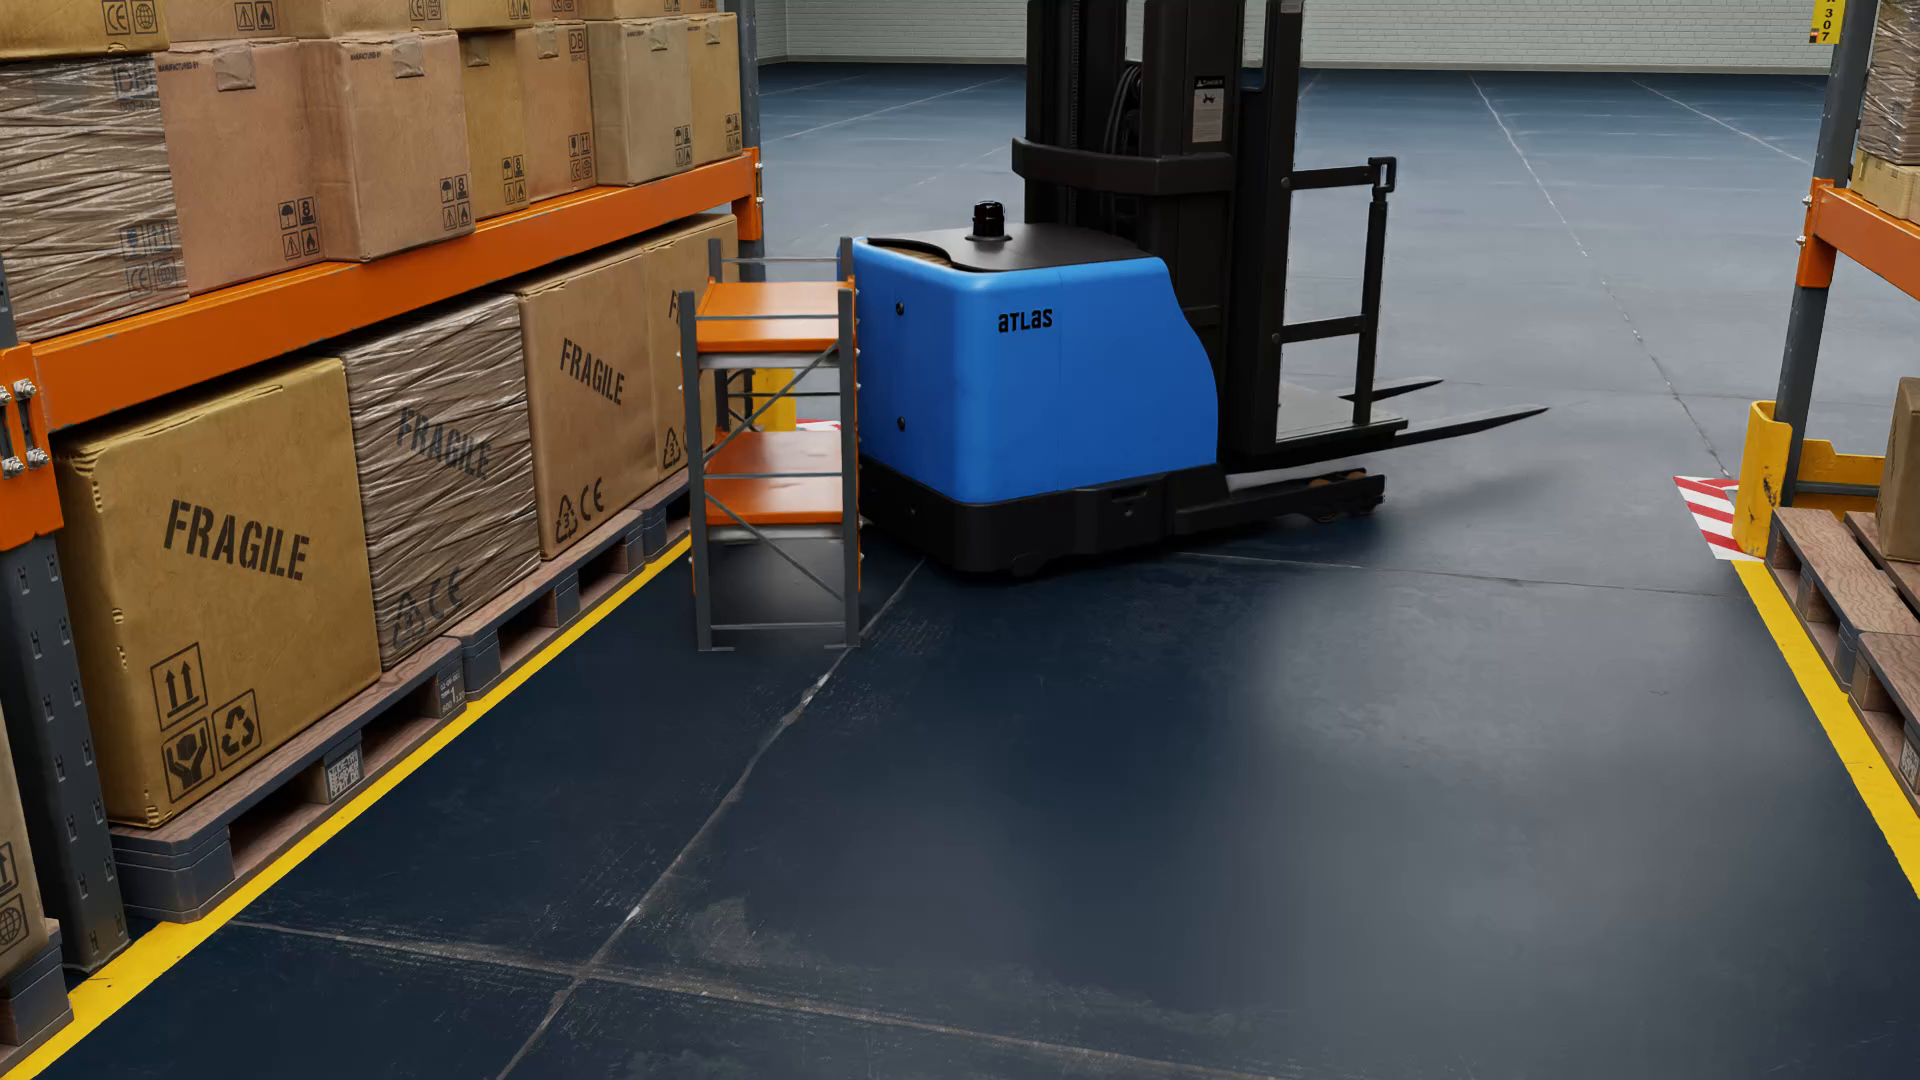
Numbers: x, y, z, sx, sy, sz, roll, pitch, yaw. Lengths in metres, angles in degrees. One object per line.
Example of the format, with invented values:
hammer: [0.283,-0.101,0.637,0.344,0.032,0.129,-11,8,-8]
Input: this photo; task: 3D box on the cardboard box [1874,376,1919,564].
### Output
cardboard box: [3.297,-0.211,5.381,0.500,0.500,0.500,9,21,23]

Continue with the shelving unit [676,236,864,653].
shelving unit: [-0.594,-0.355,5.488,0.538,1.125,1.048,-1,19,-3]

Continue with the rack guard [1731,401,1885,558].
rack guard: [3.447,-0.183,5.948,1.175,0.500,0.348,5,19,13]

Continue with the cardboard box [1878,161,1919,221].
cardboard box: [3.009,-1.046,4.997,0.380,0.149,0.250,5,19,13]

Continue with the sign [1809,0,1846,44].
sign: [2.939,-1.842,5.600,0.100,0.325,0.005,5,19,13]

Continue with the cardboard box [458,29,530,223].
cardboard box: [-1.828,-1.255,4.988,0.875,0.550,0.500,5,19,13]

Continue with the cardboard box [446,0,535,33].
cardboard box: [-1.765,-1.761,4.798,0.875,0.550,0.500,5,19,13]

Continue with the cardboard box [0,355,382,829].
cardboard box: [-2.075,0.056,4.020,0.875,0.875,0.875,5,19,14]

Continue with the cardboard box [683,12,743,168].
cardboard box: [-1.366,-1.764,6.479,0.875,0.550,0.550,5,19,13]

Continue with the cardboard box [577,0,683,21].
cardboard box: [-1.493,-2.102,5.797,0.875,0.550,0.550,5,19,13]

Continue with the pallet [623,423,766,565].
pallet: [-1.439,-0.236,6.553,1.003,0.211,1.213,5,19,13]

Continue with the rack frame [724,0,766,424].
rack frame: [-1.320,-1.813,6.854,1.000,3.000,0.127,5,19,13]

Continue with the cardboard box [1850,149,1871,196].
cardboard box: [3.165,-1.200,5.448,0.380,0.149,0.250,5,19,13]

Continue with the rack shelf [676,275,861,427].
rack shelf: [-0.594,-0.632,5.393,0.538,0.278,1.000,-1,19,-3]

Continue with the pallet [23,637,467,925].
pallet: [-2.035,0.529,4.314,1.003,0.211,1.213,5,19,13]

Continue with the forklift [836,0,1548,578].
forklift: [1.063,-1.589,6.306,3.031,2.935,1.130,-11,22,-29]

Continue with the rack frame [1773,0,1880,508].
rack frame: [3.465,-1.389,5.614,1.000,3.000,0.127,5,19,13]

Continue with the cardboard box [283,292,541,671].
cardboard box: [-1.859,-0.227,4.848,0.875,0.875,0.875,5,19,14]

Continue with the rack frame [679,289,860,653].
rack frame: [-0.564,-0.191,5.008,0.500,1.125,0.032,-1,19,-3]

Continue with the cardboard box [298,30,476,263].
cardboard box: [-1.860,-1.081,4.478,0.875,0.550,0.550,5,19,13]

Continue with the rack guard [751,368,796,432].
rack guard: [-1.314,-0.637,7.280,1.175,0.500,0.348,5,19,13]

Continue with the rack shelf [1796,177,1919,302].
rack shelf: [2.977,-0.422,3.895,1.077,0.370,4.000,5,19,13]

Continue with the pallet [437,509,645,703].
pallet: [-1.739,0.145,5.437,1.003,0.211,1.213,5,19,13]

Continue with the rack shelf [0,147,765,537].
rack shelf: [-1.808,-0.845,5.135,1.077,0.370,4.000,5,19,13]

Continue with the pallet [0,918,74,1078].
pallet: [-2.412,1.008,2.908,1.003,0.211,1.213,5,19,13]

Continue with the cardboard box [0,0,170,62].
cardboard box: [-2.173,-1.254,3.315,0.875,0.550,0.550,5,19,13]

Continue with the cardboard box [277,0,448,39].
cardboard box: [-1.887,-1.594,4.310,0.875,0.550,0.550,5,19,13]

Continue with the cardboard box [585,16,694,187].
cardboard box: [-1.480,-1.590,5.969,0.875,0.550,0.550,5,19,13]

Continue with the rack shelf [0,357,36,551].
rack shelf: [-2.786,0.408,1.464,1.077,0.370,4.000,5,19,13]

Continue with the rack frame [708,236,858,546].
rack frame: [-0.625,-0.519,5.968,0.500,1.125,0.032,-1,19,-3]

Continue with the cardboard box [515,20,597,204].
cardboard box: [-1.738,-1.424,5.484,0.875,0.550,0.550,5,19,13]

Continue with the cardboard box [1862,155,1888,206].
cardboard box: [3.085,-1.123,5.223,0.380,0.149,0.250,5,19,13]

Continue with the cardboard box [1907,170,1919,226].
cardboard box: [2.968,-0.966,4.763,0.380,0.149,0.250,5,19,13]

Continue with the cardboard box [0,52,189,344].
cardboard box: [-2.218,-0.746,3.500,0.875,0.550,0.550,5,19,13]

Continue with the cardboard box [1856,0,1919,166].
cardboard box: [3.304,-1.407,5.052,0.875,0.500,0.500,5,19,13]

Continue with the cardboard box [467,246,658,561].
cardboard box: [-1.634,-0.512,5.684,0.875,0.875,0.875,4,19,13]

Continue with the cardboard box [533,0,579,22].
cardboard box: [-1.761,-1.937,5.315,0.875,0.550,0.550,5,19,13]

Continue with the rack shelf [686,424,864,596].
rack shelf: [-0.594,-0.124,5.567,0.538,0.278,1.000,-1,19,-3]

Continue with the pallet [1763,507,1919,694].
pallet: [3.214,0.206,5.258,1.003,0.211,1.213,5,19,13]

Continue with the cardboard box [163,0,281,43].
cardboard box: [-2.152,-1.435,3.847,0.875,0.550,0.550,5,19,13]

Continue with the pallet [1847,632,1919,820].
pallet: [2.914,0.587,4.142,1.003,0.211,1.213,5,19,13]

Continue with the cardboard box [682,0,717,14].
cardboard box: [-1.448,-2.281,6.323,0.875,0.550,0.550,5,19,13]

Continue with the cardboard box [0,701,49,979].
cardboard box: [-2.361,0.509,2.888,1.050,0.750,0.750,5,19,13]

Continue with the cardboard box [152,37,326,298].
cardboard box: [-2.106,-0.921,4.010,0.875,0.550,0.550,5,19,13]

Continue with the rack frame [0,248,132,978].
rack frame: [-2.297,-0.559,3.183,1.000,3.000,0.127,5,19,13]

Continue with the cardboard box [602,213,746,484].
cardboard box: [-1.421,-0.788,6.492,0.875,0.875,0.875,5,19,14]
